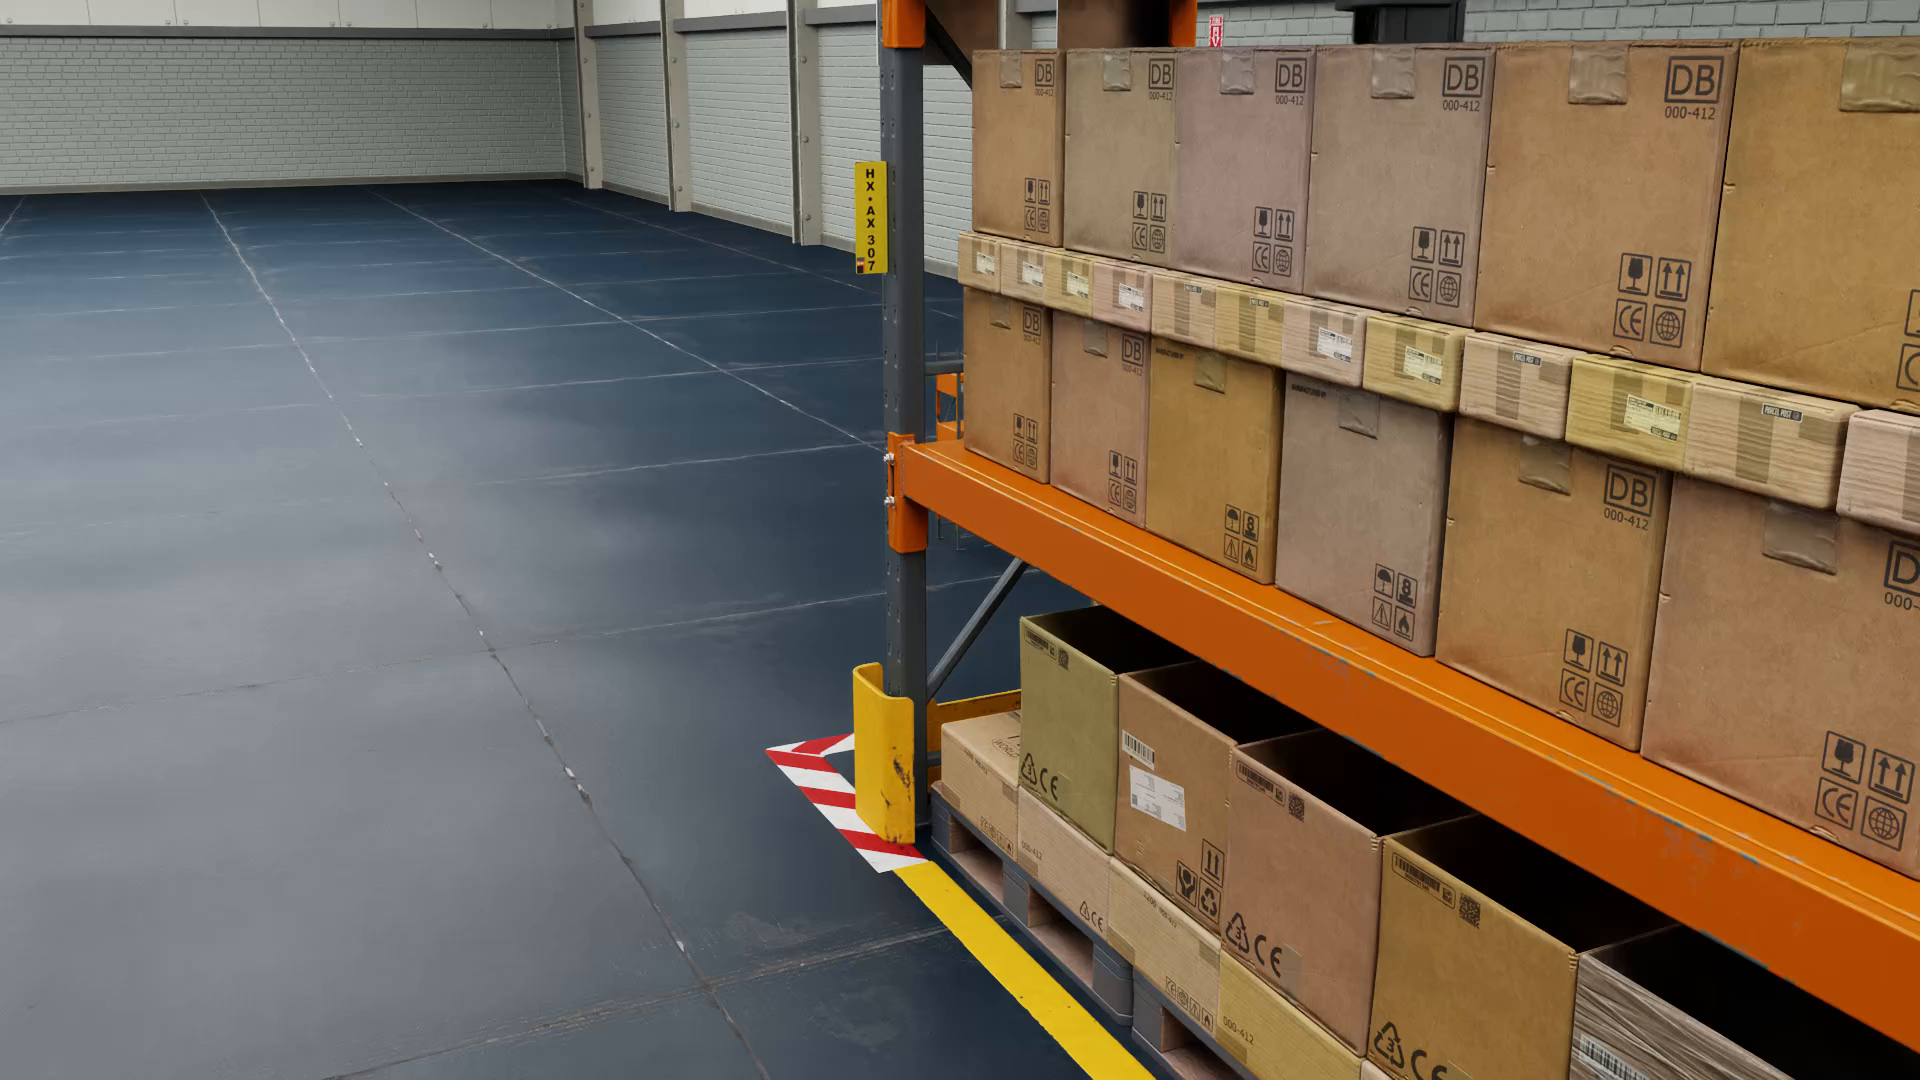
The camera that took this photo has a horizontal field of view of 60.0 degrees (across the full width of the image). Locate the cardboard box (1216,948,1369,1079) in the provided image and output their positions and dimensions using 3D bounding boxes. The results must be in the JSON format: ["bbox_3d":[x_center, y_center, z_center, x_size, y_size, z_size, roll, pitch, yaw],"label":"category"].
[{"bbox_3d":[0.929,1.088,3.745,0.500,0.250,0.500,-8,18,-25],"label":"cardboard box"}]

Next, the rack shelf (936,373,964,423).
[{"bbox_3d":[0.023,-0.754,8.484,0.215,0.259,0.240,-8,18,-25],"label":"rack shelf"}]

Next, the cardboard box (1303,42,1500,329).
[{"bbox_3d":[1.131,-0.726,3.310,0.700,0.500,0.500,-8,18,-25],"label":"cardboard box"}]

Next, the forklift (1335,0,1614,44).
[{"bbox_3d":[2.653,-1.375,8.229,3.031,2.935,1.130,1,16,3],"label":"forklift"}]

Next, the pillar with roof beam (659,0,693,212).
[{"bbox_3d":[-8.610,-9.409,25.223,9.100,9.000,0.400,-8,18,-25],"label":"pillar with roof beam"}]

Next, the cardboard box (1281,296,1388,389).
[{"bbox_3d":[0.890,-0.419,3.416,0.380,0.149,0.250,-7,18,-24],"label":"cardboard box"}]

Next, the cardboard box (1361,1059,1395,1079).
[{"bbox_3d":[1.149,1.212,3.314,0.500,0.250,0.500,-8,18,-25],"label":"cardboard box"}]

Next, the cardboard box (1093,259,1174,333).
[{"bbox_3d":[0.552,-0.610,4.083,0.380,0.149,0.250,-8,18,-26],"label":"cardboard box"}]

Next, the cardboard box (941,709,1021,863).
[{"bbox_3d":[0.274,0.716,5.042,0.500,0.250,0.500,-8,18,-25],"label":"cardboard box"}]

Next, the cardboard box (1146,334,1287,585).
[{"bbox_3d":[0.878,-0.241,3.972,0.700,0.500,0.500,-8,18,-25],"label":"cardboard box"}]

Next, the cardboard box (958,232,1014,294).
[{"bbox_3d":[0.217,-0.800,4.745,0.380,0.149,0.250,-8,18,-25],"label":"cardboard box"}]

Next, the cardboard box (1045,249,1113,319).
[{"bbox_3d":[0.443,-0.673,4.302,0.380,0.149,0.250,-8,18,-25],"label":"cardboard box"}]

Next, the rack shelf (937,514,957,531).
[{"bbox_3d":[0.023,-0.214,8.639,0.215,0.259,0.240,-8,18,-25],"label":"rack shelf"}]

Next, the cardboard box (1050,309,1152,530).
[{"bbox_3d":[0.666,-0.365,4.404,0.700,0.500,0.500,-7,17,-23],"label":"cardboard box"}]

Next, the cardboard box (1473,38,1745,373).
[{"bbox_3d":[1.350,-0.602,2.879,0.700,0.500,0.500,-8,18,-25],"label":"cardboard box"}]

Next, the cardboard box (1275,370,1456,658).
[{"bbox_3d":[1.112,-0.111,3.519,0.700,0.500,0.500,-7,17,-23],"label":"cardboard box"}]

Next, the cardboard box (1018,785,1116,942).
[{"bbox_3d":[0.496,0.839,4.612,0.500,0.250,0.500,-8,18,-25],"label":"cardboard box"}]

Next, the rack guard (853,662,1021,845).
[{"bbox_3d":[0.228,0.632,5.643,1.175,0.500,0.348,-8,18,-25],"label":"rack guard"}]

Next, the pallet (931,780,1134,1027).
[{"bbox_3d":[0.611,0.961,5.019,1.003,0.211,1.213,-8,18,-25],"label":"pallet"}]

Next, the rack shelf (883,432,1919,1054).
[{"bbox_3d":[1.115,0.278,3.649,1.077,0.370,4.000,-8,18,-25],"label":"rack shelf"}]

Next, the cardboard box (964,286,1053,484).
[{"bbox_3d":[0.432,-0.495,4.855,0.700,0.500,0.500,-8,18,-25],"label":"cardboard box"}]

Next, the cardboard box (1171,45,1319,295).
[{"bbox_3d":[0.912,-0.851,3.743,0.700,0.500,0.500,-8,18,-25],"label":"cardboard box"}]

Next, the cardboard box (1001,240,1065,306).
[{"bbox_3d":[0.335,-0.735,4.518,0.380,0.149,0.250,-8,18,-26],"label":"cardboard box"}]

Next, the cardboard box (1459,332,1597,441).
[{"bbox_3d":[1.124,-0.289,2.961,0.380,0.149,0.250,-7,17,-23],"label":"cardboard box"}]

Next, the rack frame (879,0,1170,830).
[{"bbox_3d":[0.239,-0.564,5.278,1.000,3.000,0.127,-8,18,-25],"label":"rack frame"}]

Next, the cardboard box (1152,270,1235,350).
[{"bbox_3d":[0.671,-0.545,3.853,0.380,0.149,0.250,-8,18,-27],"label":"cardboard box"}]

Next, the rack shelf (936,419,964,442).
[{"bbox_3d":[0.023,-0.481,8.563,0.215,0.259,0.240,-8,18,-25],"label":"rack shelf"}]

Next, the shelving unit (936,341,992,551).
[{"bbox_3d":[0.023,-0.491,8.560,0.215,1.050,0.252,-8,18,-25],"label":"shelving unit"}]

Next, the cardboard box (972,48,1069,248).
[{"bbox_3d":[0.455,-1.105,4.631,0.700,0.500,0.500,-8,18,-25],"label":"cardboard box"}]

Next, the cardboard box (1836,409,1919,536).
[{"bbox_3d":[1.456,-0.100,2.303,0.380,0.149,0.250,-8,18,-27],"label":"cardboard box"}]

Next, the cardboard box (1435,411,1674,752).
[{"bbox_3d":[1.338,0.016,3.077,0.700,0.500,0.500,-7,18,-24],"label":"cardboard box"}]

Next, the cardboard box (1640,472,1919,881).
[{"bbox_3d":[1.554,0.141,2.642,0.700,0.500,0.500,-8,18,-25],"label":"cardboard box"}]

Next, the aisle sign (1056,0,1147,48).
[{"bbox_3d":[0.474,-1.865,5.100,0.394,0.787,0.004,-8,18,-25],"label":"aisle sign"}]

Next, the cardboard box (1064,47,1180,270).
[{"bbox_3d":[0.690,-0.975,4.178,0.700,0.500,0.500,-8,18,-26],"label":"cardboard box"}]

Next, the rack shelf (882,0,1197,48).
[{"bbox_3d":[1.115,-1.164,3.235,1.077,0.370,4.000,-8,18,-25],"label":"rack shelf"}]

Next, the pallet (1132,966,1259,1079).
[{"bbox_3d":[1.142,1.263,3.967,1.003,0.211,1.213,-8,18,-25],"label":"pallet"}]

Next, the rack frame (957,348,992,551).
[{"bbox_3d":[0.077,-0.461,8.454,0.200,1.050,0.008,-8,18,-25],"label":"rack frame"}]

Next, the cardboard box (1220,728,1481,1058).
[{"bbox_3d":[0.928,0.728,3.641,0.500,0.500,0.500,-8,18,-25],"label":"cardboard box"}]

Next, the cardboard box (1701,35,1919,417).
[{"bbox_3d":[1.569,-0.478,2.446,0.700,0.500,0.500,-8,18,-25],"label":"cardboard box"}]

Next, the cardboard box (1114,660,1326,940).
[{"bbox_3d":[0.725,0.601,4.081,0.500,0.500,0.500,-8,18,-25],"label":"cardboard box"}]

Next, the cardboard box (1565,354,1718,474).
[{"bbox_3d":[1.235,-0.226,2.743,0.380,0.149,0.250,-8,18,-25],"label":"cardboard box"}]

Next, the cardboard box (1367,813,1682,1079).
[{"bbox_3d":[1.160,0.850,3.216,0.500,0.500,0.500,-8,18,-25],"label":"cardboard box"}]

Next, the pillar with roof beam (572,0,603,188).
[{"bbox_3d":[-11.238,-10.897,30.408,9.100,9.000,0.400,-8,18,-25],"label":"pillar with roof beam"}]

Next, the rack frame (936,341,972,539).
[{"bbox_3d":[-0.030,-0.522,8.665,0.200,1.050,0.008,-8,18,-25],"label":"rack frame"}]

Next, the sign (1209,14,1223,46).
[{"bbox_3d":[2.184,-4.328,14.191,0.001,0.298,0.199,-8,18,-25],"label":"sign"}]

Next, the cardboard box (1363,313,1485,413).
[{"bbox_3d":[1.005,-0.354,3.189,0.380,0.149,0.250,-7,17,-23],"label":"cardboard box"}]

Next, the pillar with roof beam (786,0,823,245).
[{"bbox_3d":[-5.981,-7.921,20.039,9.100,9.000,0.400,-8,18,-25],"label":"pillar with roof beam"}]

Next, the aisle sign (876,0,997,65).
[{"bbox_3d":[-0.065,-1.793,4.847,0.394,0.787,0.004,-8,18,-25],"label":"aisle sign"}]

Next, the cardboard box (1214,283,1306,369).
[{"bbox_3d":[0.783,-0.481,3.633,0.380,0.149,0.250,-8,18,-26],"label":"cardboard box"}]

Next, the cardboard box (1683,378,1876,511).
[{"bbox_3d":[1.340,-0.165,2.529,0.380,0.149,0.250,-8,18,-25],"label":"cardboard box"}]

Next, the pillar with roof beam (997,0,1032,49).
[{"bbox_3d":[-3.353,-6.433,14.855,9.100,9.000,0.400,-8,18,-25],"label":"pillar with roof beam"}]

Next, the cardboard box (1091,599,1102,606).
[{"bbox_3d":[0.741,0.292,5.158,0.500,0.500,0.500,-8,18,-25],"label":"cardboard box"}]

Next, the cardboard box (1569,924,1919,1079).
[{"bbox_3d":[1.383,0.973,2.785,0.500,0.500,0.500,-8,18,-25],"label":"cardboard box"}]

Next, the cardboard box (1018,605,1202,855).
[{"bbox_3d":[0.494,0.479,4.507,0.500,0.500,0.500,-8,18,-25],"label":"cardboard box"}]

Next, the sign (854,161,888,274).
[{"bbox_3d":[-0.263,-0.953,4.919,0.100,0.325,0.005,-8,18,-25],"label":"sign"}]

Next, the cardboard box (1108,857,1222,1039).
[{"bbox_3d":[0.715,0.963,4.179,0.500,0.250,0.500,-8,18,-25],"label":"cardboard box"}]
